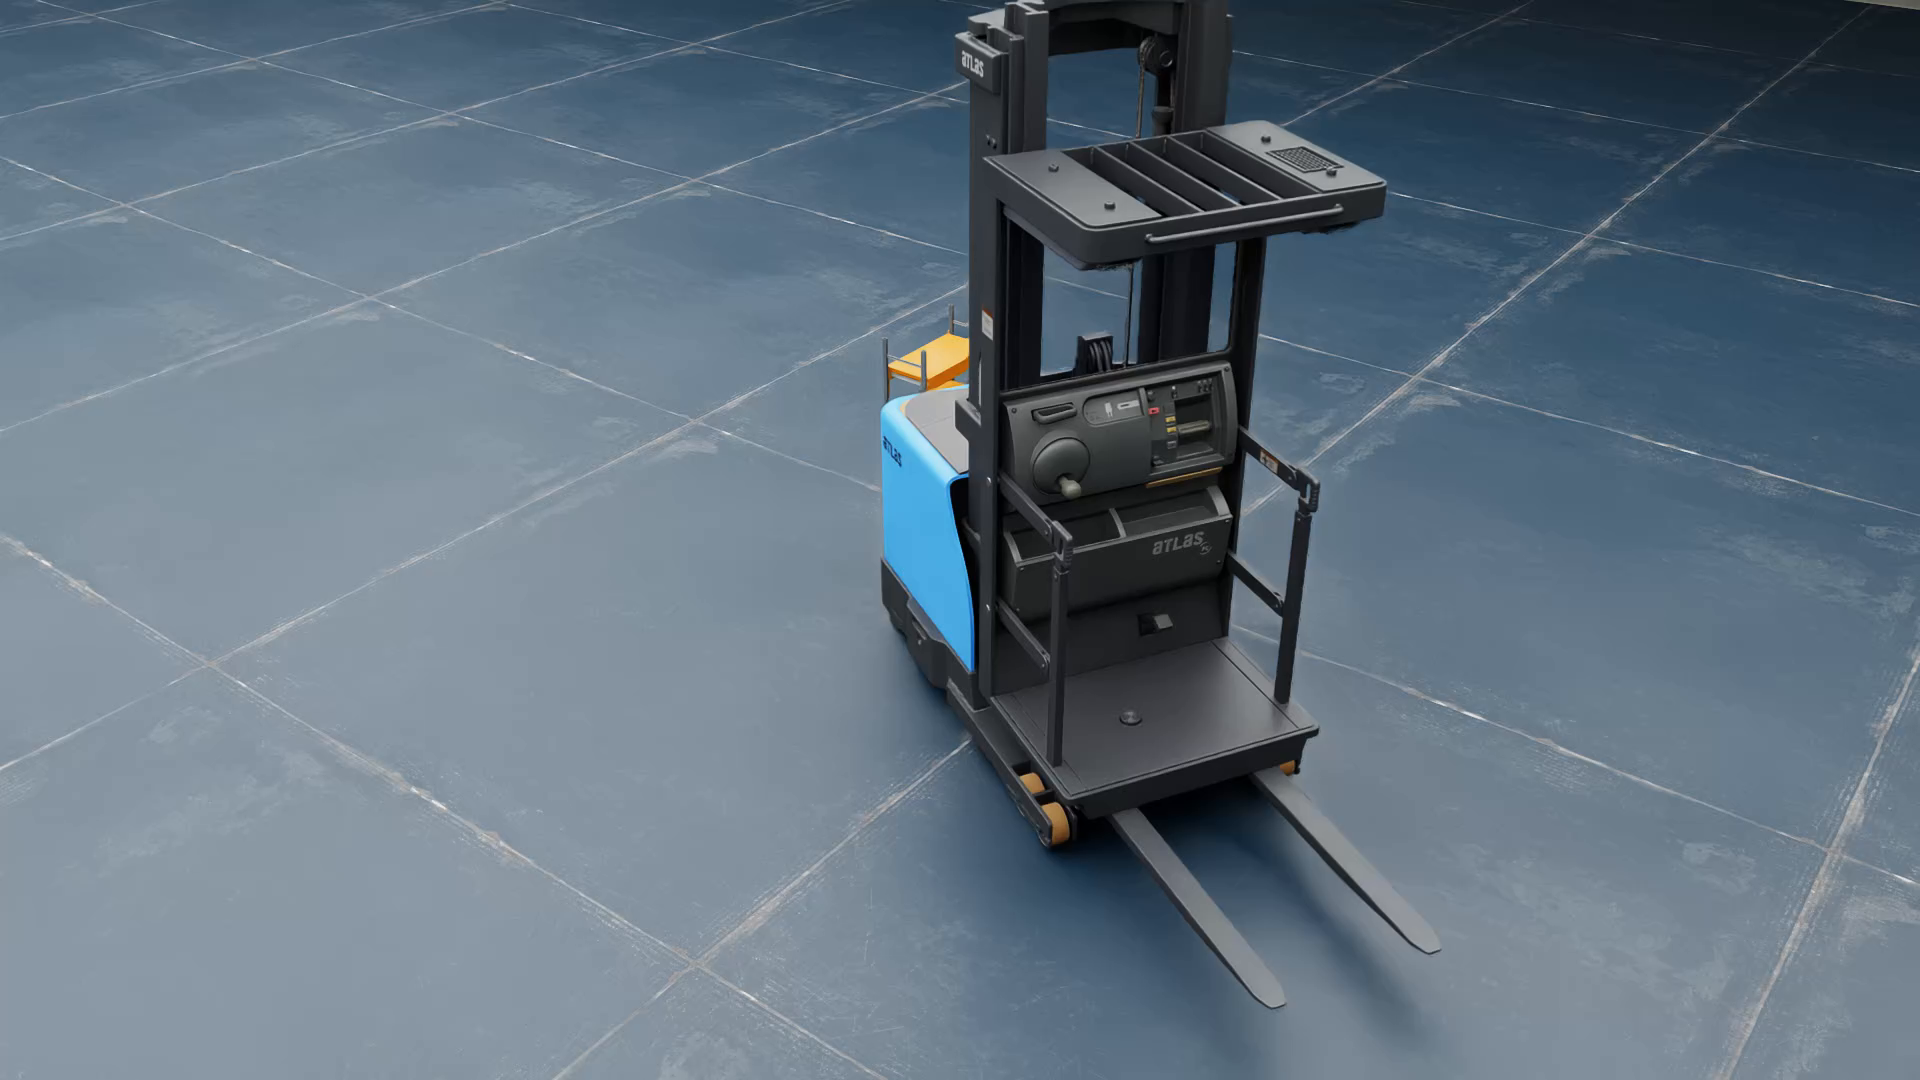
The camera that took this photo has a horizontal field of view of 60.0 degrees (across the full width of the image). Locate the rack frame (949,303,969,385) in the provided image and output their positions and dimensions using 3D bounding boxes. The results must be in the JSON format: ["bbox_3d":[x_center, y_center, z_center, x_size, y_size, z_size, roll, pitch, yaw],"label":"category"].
[{"bbox_3d":[0.047,-0.548,7.998,0.240,1.200,0.015,21,37,31],"label":"rack frame"}]

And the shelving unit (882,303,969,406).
[{"bbox_3d":[-0.100,-0.449,7.831,0.258,1.200,0.503,21,37,31],"label":"shelving unit"}]

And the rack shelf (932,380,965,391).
[{"bbox_3d":[-0.100,-0.583,7.751,0.258,0.148,0.480,21,37,31],"label":"rack shelf"}]

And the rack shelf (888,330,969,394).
[{"bbox_3d":[-0.100,-0.787,7.630,0.258,0.148,0.480,21,37,31],"label":"rack shelf"}]

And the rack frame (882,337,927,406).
[{"bbox_3d":[-0.247,-0.350,7.663,0.240,1.200,0.015,21,37,31],"label":"rack frame"}]

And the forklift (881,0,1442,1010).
[{"bbox_3d":[0.694,-0.351,5.968,1.130,2.935,3.031,-13,33,-20],"label":"forklift"}]
